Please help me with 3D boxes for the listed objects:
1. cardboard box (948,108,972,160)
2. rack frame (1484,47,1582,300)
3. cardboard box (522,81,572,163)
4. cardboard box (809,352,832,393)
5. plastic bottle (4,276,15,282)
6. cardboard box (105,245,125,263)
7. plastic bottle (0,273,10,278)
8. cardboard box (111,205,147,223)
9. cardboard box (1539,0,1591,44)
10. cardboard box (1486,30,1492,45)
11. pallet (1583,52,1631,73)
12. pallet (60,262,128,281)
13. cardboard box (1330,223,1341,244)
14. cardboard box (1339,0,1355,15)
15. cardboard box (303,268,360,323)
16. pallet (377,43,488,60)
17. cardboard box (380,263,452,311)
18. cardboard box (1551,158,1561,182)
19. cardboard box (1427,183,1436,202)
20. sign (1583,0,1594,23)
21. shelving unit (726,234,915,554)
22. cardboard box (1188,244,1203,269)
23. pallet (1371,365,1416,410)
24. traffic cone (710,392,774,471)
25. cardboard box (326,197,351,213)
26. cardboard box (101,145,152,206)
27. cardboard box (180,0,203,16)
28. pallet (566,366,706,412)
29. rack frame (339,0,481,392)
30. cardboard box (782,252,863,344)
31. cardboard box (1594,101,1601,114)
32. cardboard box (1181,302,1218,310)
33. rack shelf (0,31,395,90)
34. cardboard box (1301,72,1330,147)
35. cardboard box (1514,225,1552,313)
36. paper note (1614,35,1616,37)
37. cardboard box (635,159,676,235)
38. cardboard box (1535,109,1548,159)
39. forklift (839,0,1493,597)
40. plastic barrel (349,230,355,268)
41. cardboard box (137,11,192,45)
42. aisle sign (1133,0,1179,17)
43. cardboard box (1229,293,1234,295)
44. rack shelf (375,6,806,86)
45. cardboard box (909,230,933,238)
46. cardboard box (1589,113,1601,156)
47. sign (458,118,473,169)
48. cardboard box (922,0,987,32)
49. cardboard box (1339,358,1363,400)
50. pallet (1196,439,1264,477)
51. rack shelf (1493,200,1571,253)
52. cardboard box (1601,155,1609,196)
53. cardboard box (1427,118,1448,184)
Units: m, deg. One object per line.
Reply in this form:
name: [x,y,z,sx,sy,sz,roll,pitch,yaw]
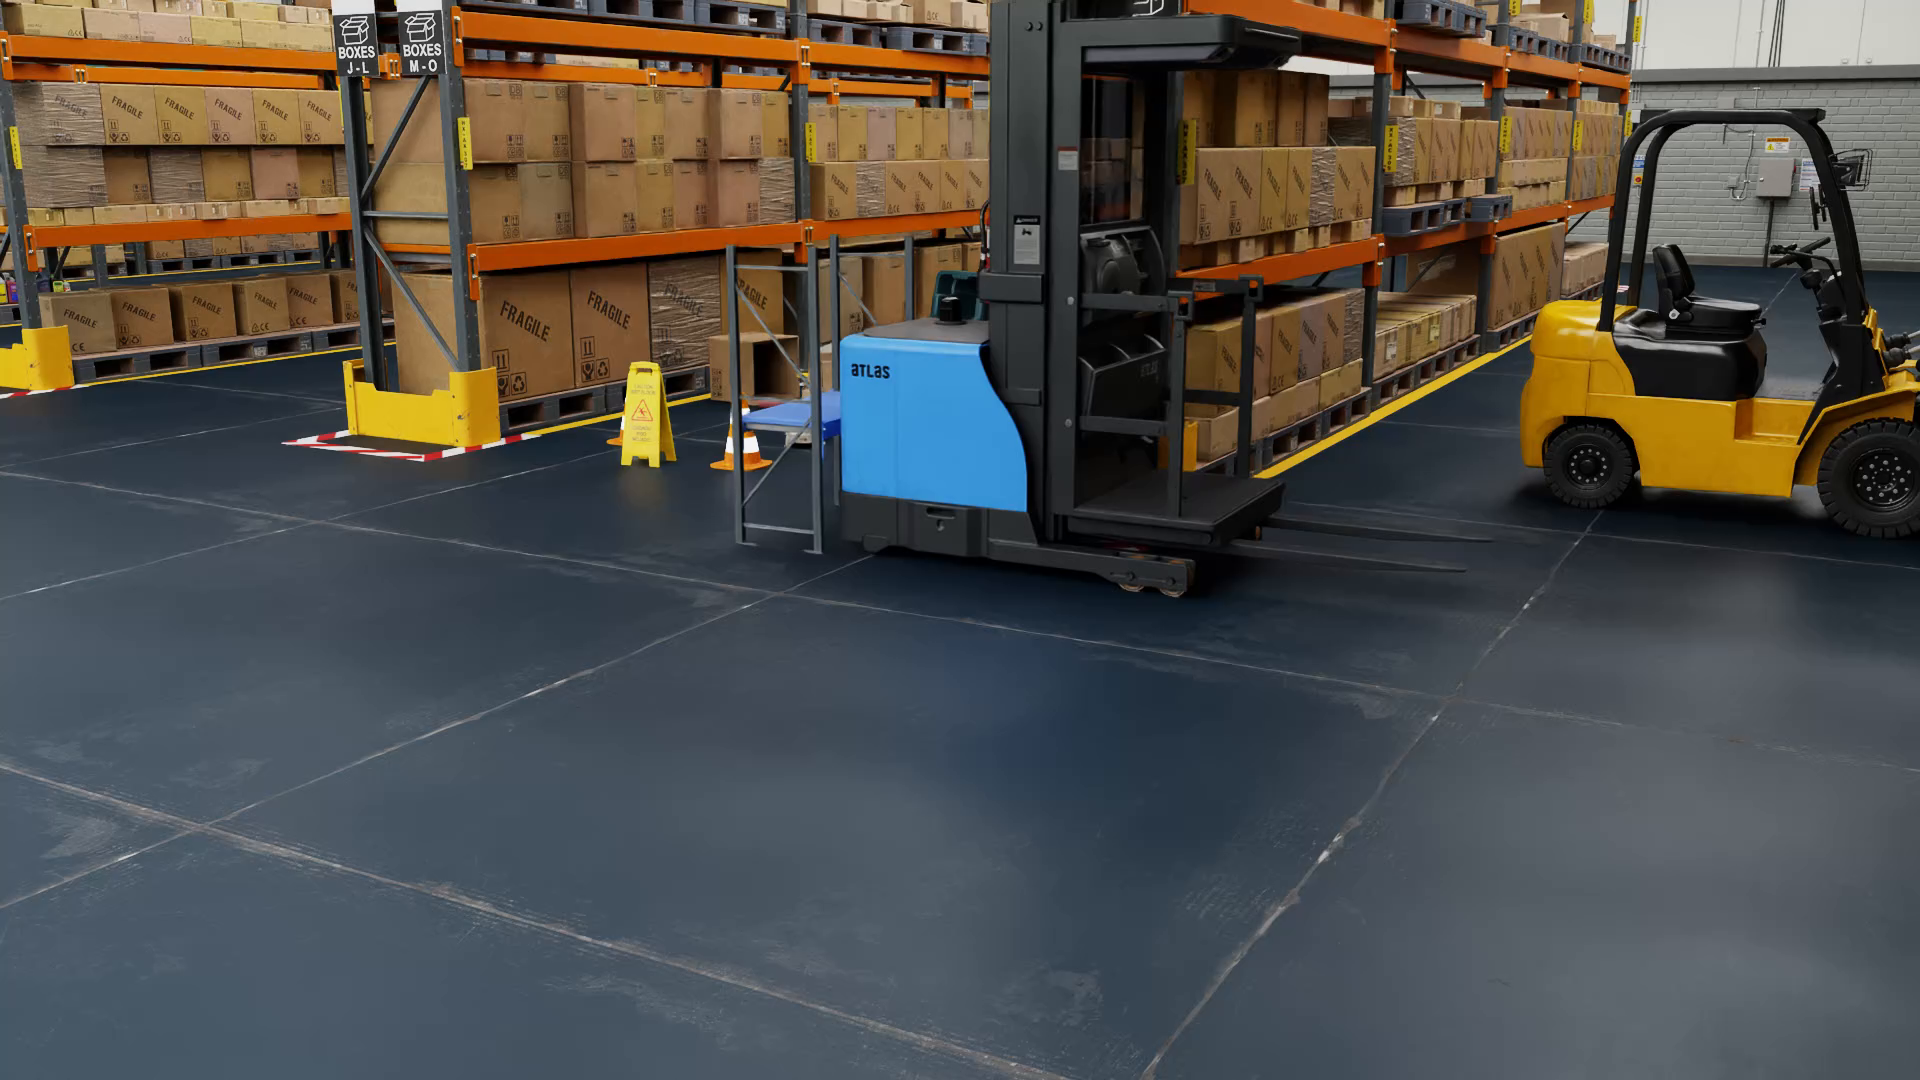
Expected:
cardboard box: [-0.296,-4.159,17.038,0.700,0.500,0.500,7,15,27]
rack frame: [6.489,-4.100,19.139,1.000,3.000,0.127,7,15,28]
cardboard box: [-3.296,-2.971,11.832,0.875,0.550,0.550,7,15,28]
cardboard box: [-0.679,-1.071,11.904,0.797,0.503,0.637,-3,14,-11]
plastic bottle: [-10.683,-2.840,18.785,0.152,0.276,0.135,7,15,28]
cardboard box: [-12.831,-4.257,24.762,0.500,0.250,0.500,8,16,29]
plastic bottle: [-11.059,-2.947,19.230,0.152,0.276,0.135,8,16,30]
cardboard box: [-7.266,-2.822,14.376,0.380,0.149,0.250,7,15,28]
cardboard box: [6.957,-5.956,19.117,0.500,0.500,0.500,8,16,29]
cardboard box: [4.587,-4.527,15.046,0.380,0.149,0.250,7,15,28]
pallet: [8.073,-6.182,21.566,1.003,0.211,1.213,7,15,28]
pallet: [-13.222,-4.005,24.696,1.003,0.211,1.213,7,15,28]
cardboard box: [2.424,-2.139,11.543,0.380,0.149,0.250,7,15,28]
cardboard box: [2.434,-3.598,11.194,0.380,0.149,0.250,8,15,29]
cardboard box: [-6.282,-2.493,16.910,0.500,0.500,0.500,7,15,26]
pallet: [-5.662,-5.063,17.134,1.213,0.211,1.003,7,15,28]
cardboard box: [-5.738,-2.703,17.742,0.700,0.500,0.500,6,15,24]
cardboard box: [6.254,-4.049,18.180,0.500,0.250,0.500,8,16,29]
cardboard box: [3.646,-2.834,13.527,0.380,0.149,0.250,8,15,28]
sign: [6.969,-5.903,18.443,0.100,0.325,0.005,7,15,28]
shelving unit: [-0.690,-0.794,8.625,0.538,1.500,1.048,6,15,24]
cardboard box: [1.143,-1.615,9.370,0.380,0.149,0.250,8,16,29]
pallet: [2.997,-1.263,13.321,1.003,0.211,1.213,7,15,28]
traffic cone: [-1.370,-0.695,10.429,0.336,0.463,0.334,7,15,28]
cardboard box: [-6.203,-3.287,16.304,0.380,0.149,0.250,7,15,28]
cardboard box: [-7.561,-3.180,14.475,0.875,0.500,0.500,7,15,28]
cardboard box: [-6.913,-4.689,14.654,0.380,0.149,0.250,7,15,27]
pallet: [-2.785,-1.245,13.246,1.003,0.211,1.213,7,15,28]
rack frame: [-3.694,-2.178,11.167,1.000,3.000,0.127,7,15,28]
cardboard box: [-1.539,-2.247,15.356,1.050,0.750,0.750,7,15,28]
cardboard box: [7.621,-5.296,20.368,0.380,0.149,0.250,7,15,28]
cardboard box: [1.346,-1.274,10.788,0.500,0.500,0.500,7,15,27]
rack shelf: [-7.020,-4.279,15.019,1.077,0.370,4.000,7,15,28]
cardboard box: [2.219,-3.072,11.895,0.700,0.500,0.500,7,15,27]
cardboard box: [5.829,-2.949,18.001,0.875,0.875,0.875,8,16,30]
paper note: [7.917,-6.088,20.081,0.006,0.032,0.123,7,15,28]
cardboard box: [-2.707,-2.661,12.853,0.875,0.550,0.500,7,15,28]
cardboard box: [5.750,-4.198,17.198,0.500,0.500,0.500,8,16,29]
forklift: [0.947,-1.310,7.715,3.031,2.935,1.130,7,15,26]
plastic barrel: [-8.234,-4.215,23.349,0.600,0.830,0.708,7,15,28]
cardboard box: [-7.041,-4.423,14.400,0.500,0.250,0.500,7,15,28]
aisle sign: [0.929,-2.854,8.424,0.394,0.787,0.004,7,15,28]
cardboard box: [1.740,-1.791,11.549,0.380,0.149,0.250,8,16,30]
rack shelf: [-2.727,-3.697,12.602,1.077,0.370,4.000,7,15,28]
cardboard box: [-0.932,-4.887,26.043,0.875,0.875,0.875,7,15,28]
cardboard box: [7.438,-4.911,20.159,0.500,0.500,0.500,8,16,29]
sign: [-3.211,-2.573,10.791,0.100,0.325,0.005,7,15,28]
cardboard box: [-0.069,-5.238,16.543,0.500,0.311,0.500,7,15,28]
cardboard box: [2.571,-1.174,11.975,0.500,0.250,0.500,8,16,31]
pallet: [1.148,-0.460,9.993,1.003,0.211,1.213,7,15,28]
rack shelf: [5.522,-3.340,17.521,1.077,0.370,4.000,7,15,28]
cardboard box: [7.925,-4.632,21.134,0.500,0.500,0.500,8,16,30]
cardboard box: [3.592,-3.122,13.340,0.500,0.500,0.500,7,15,28]
